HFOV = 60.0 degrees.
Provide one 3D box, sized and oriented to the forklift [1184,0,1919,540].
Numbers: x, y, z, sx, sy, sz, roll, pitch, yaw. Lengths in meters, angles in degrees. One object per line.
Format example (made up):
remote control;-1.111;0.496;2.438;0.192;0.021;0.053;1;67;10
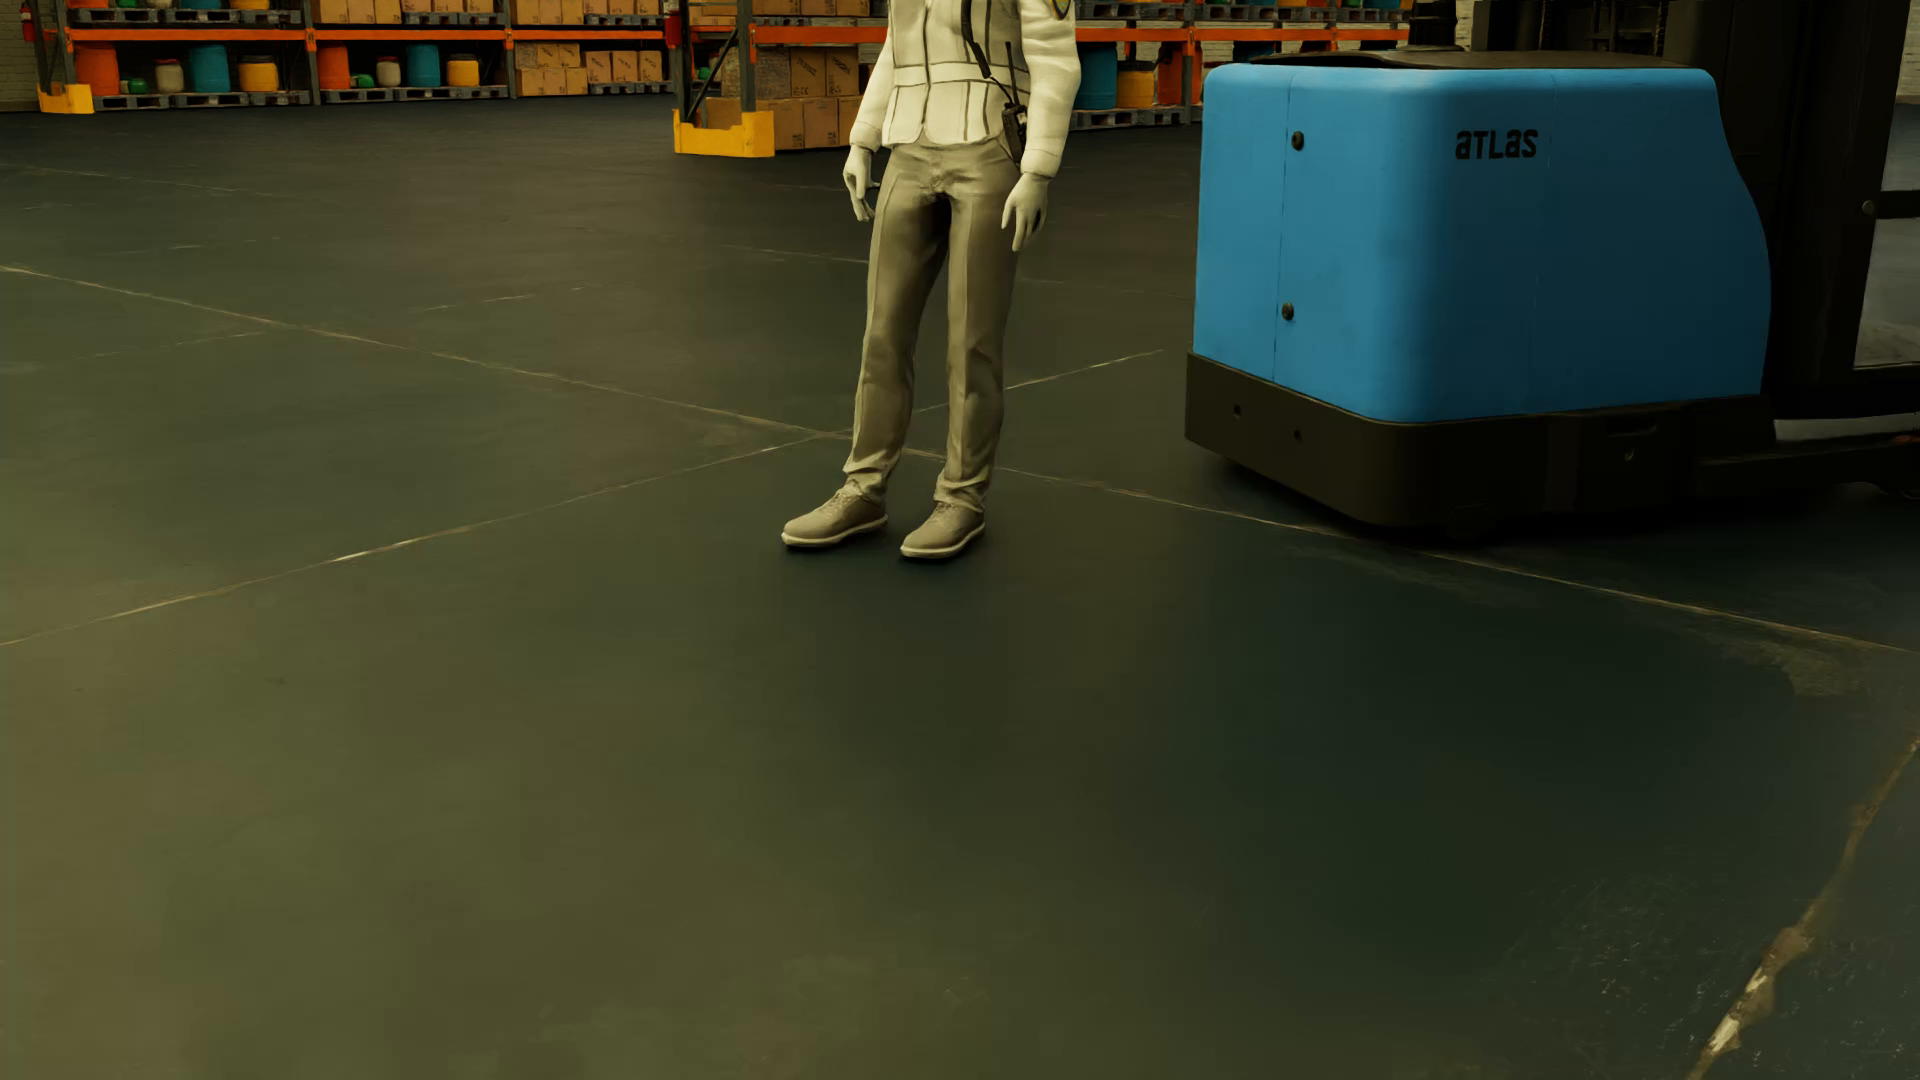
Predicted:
forklift;2.199;-1.644;4.312;3.031;2.935;1.130;-6;18;-19

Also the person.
person;-0.047;-0.804;3.648;0.588;1.697;0.533;13;21;37
